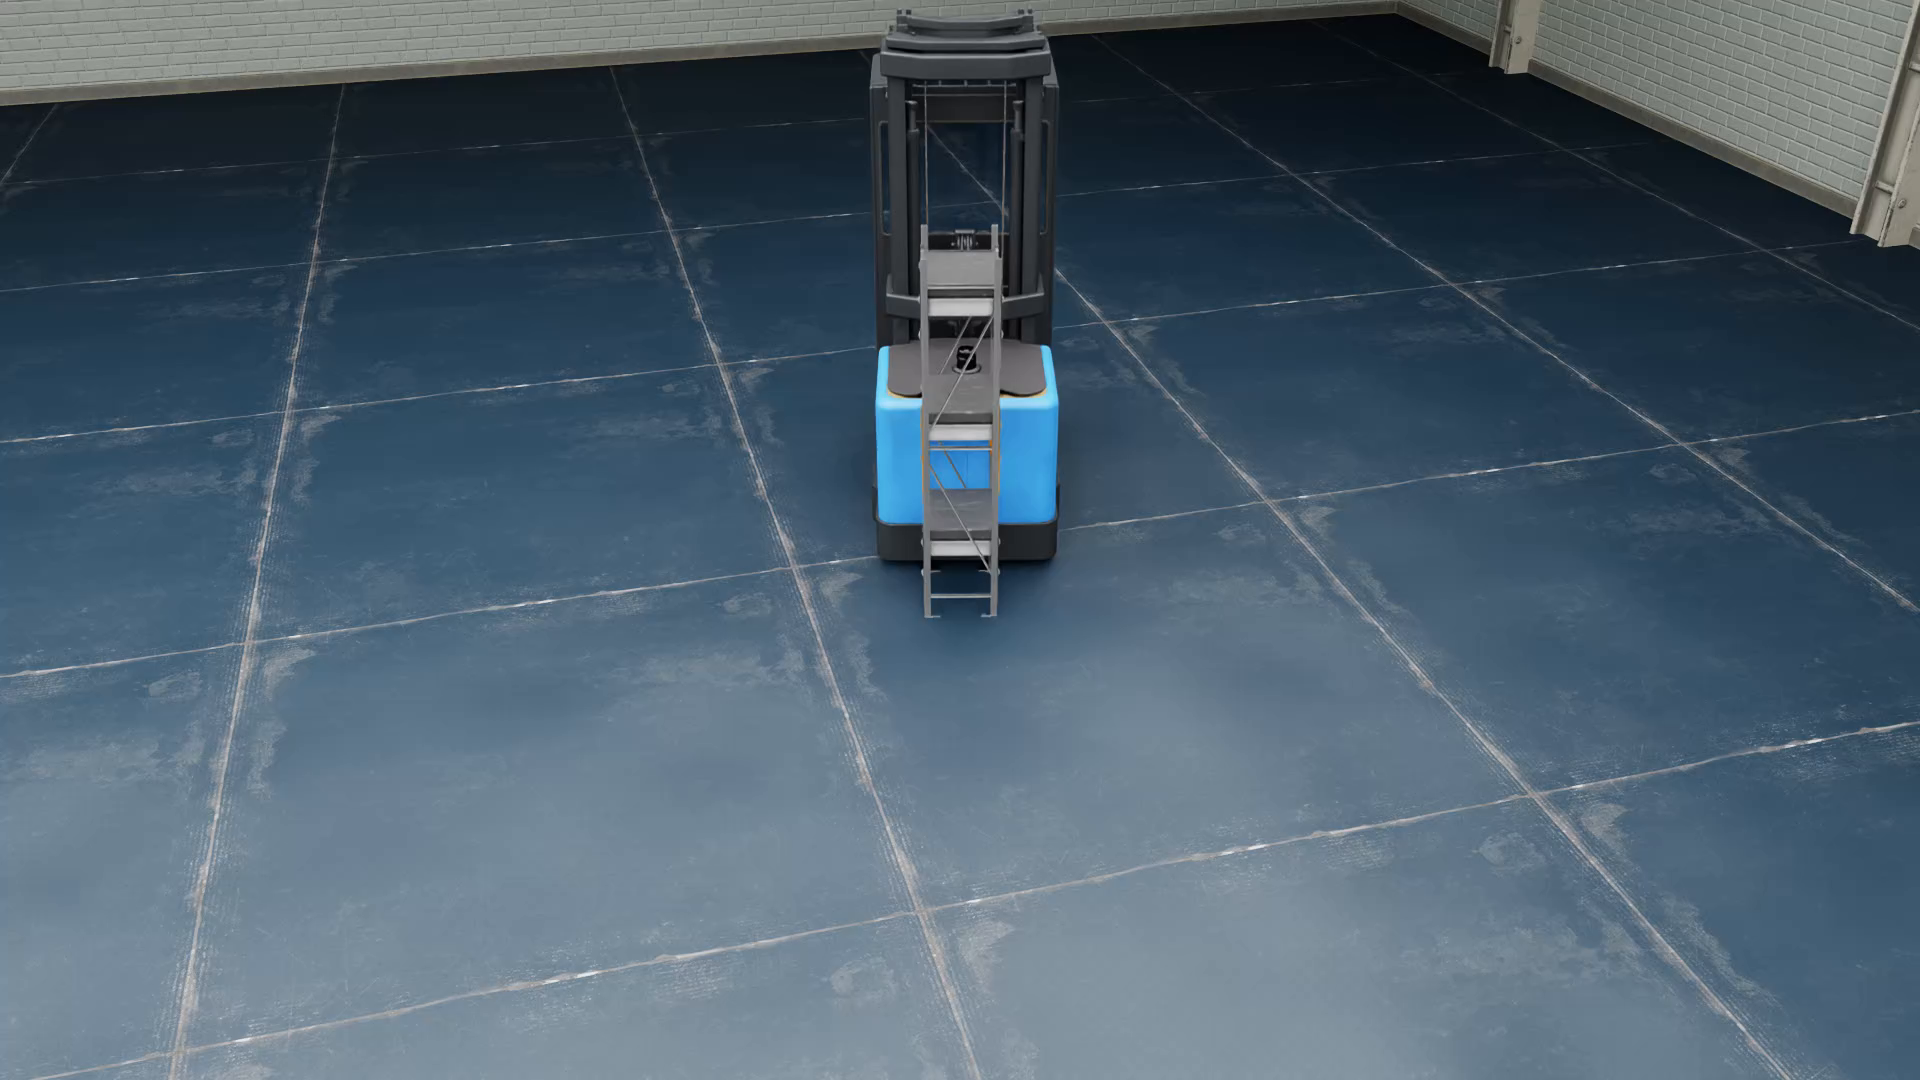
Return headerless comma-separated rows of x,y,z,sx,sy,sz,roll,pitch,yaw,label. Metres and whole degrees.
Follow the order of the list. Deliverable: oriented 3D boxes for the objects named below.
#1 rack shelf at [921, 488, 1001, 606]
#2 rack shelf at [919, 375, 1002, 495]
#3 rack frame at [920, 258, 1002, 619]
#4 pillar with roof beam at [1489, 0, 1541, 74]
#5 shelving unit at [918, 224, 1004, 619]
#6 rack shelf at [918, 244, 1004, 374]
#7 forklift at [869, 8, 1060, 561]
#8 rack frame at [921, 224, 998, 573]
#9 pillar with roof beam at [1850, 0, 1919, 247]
0.001,0.019,9.277,0.431,0.518,0.480,0,30,-1,rack shelf
0.001,-0.587,8.927,0.431,0.518,0.480,0,30,-1,rack shelf
0.004,-0.477,8.709,0.400,2.100,0.015,0,30,-1,rack frame
2.303,-8.862,16.310,9.100,9.000,0.400,-8,31,-13,pillar with roof beam
0.001,-0.599,8.920,0.431,2.100,0.503,0,30,-1,shelving unit
0.001,-1.193,8.576,0.431,0.518,0.480,0,30,-1,rack shelf
0.021,-1.847,10.247,1.130,2.935,3.031,0,30,-1,forklift
-0.003,-0.721,9.131,0.400,2.100,0.015,0,30,-1,rack frame
3.896,-5.965,11.303,9.100,9.000,0.400,-8,31,-13,pillar with roof beam
